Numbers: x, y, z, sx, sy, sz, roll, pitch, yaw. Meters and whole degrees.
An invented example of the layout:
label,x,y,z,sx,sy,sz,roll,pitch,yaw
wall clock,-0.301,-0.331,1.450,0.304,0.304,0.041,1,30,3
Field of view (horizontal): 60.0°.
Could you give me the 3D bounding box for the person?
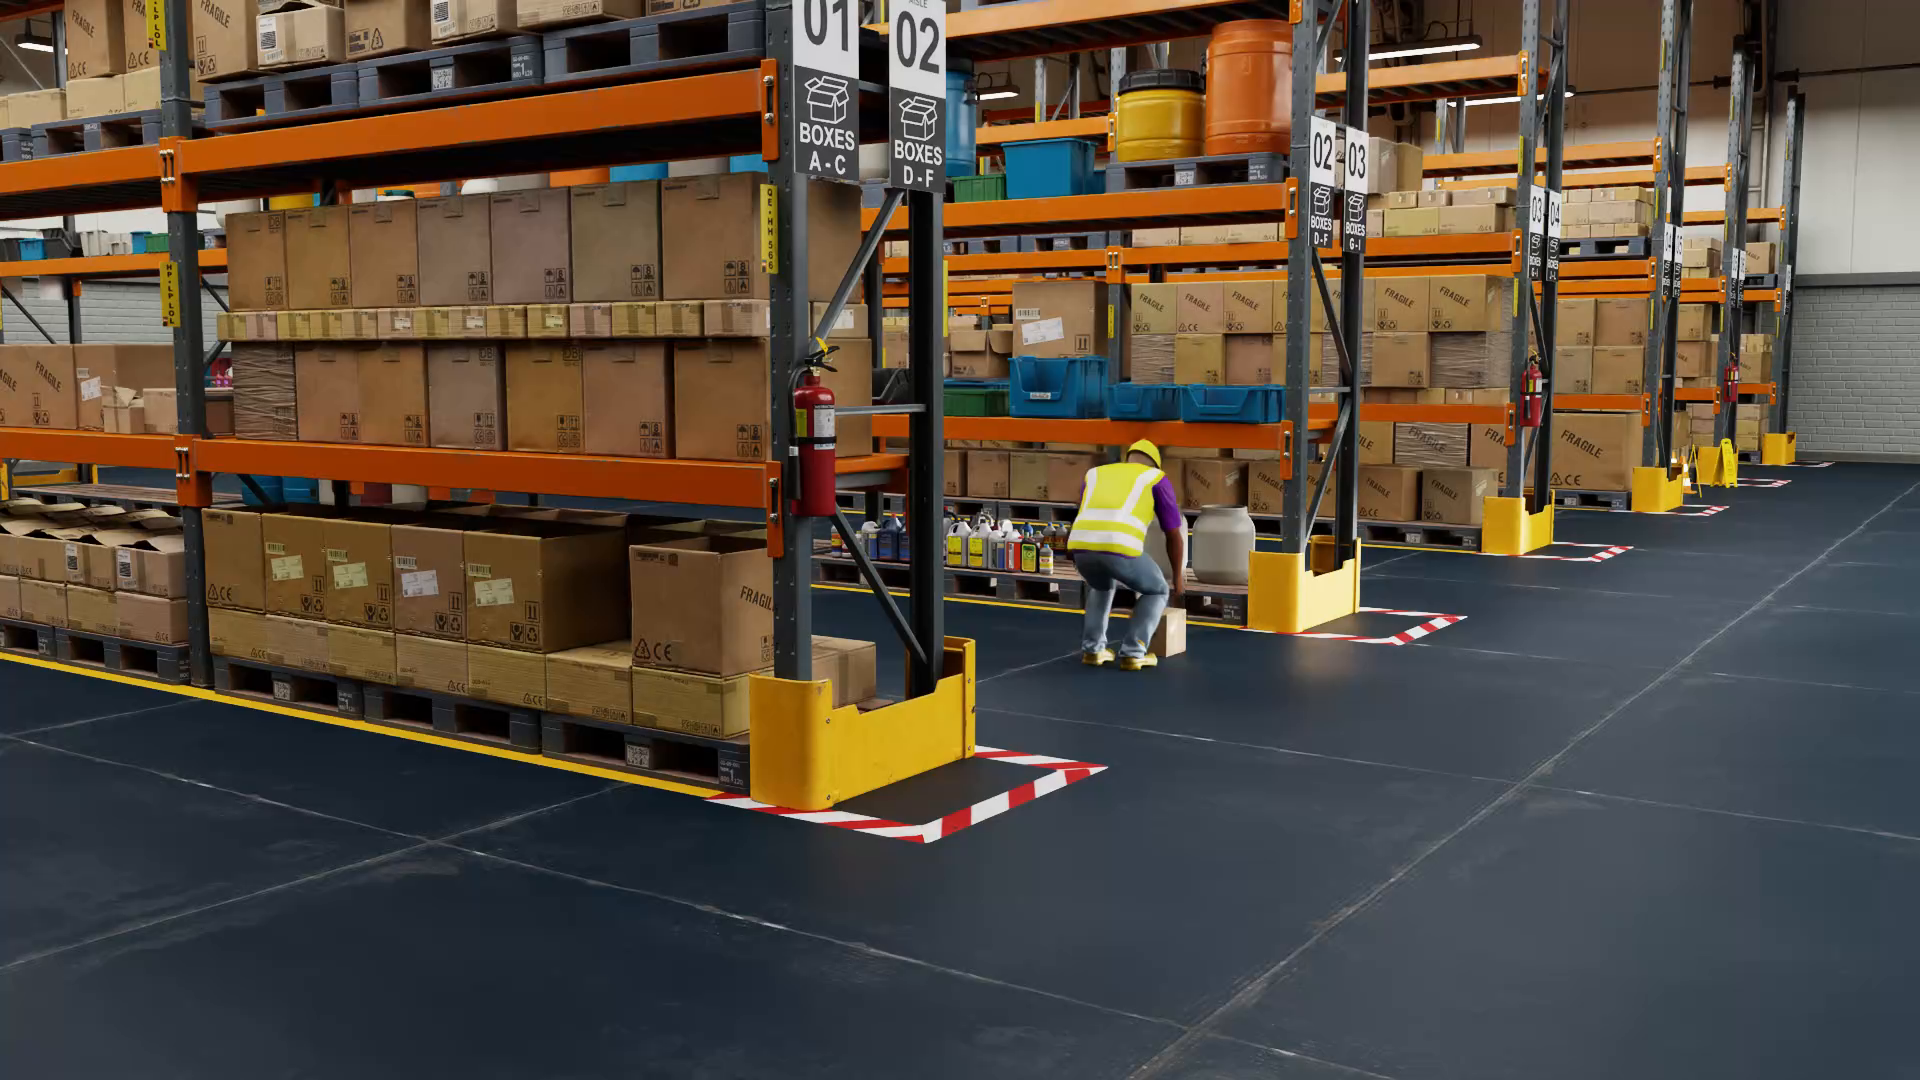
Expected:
label,x,y,z,sx,sy,sz,roll,pitch,yaw
person,0.902,0.072,9.401,0.625,1.253,0.828,4,8,33
